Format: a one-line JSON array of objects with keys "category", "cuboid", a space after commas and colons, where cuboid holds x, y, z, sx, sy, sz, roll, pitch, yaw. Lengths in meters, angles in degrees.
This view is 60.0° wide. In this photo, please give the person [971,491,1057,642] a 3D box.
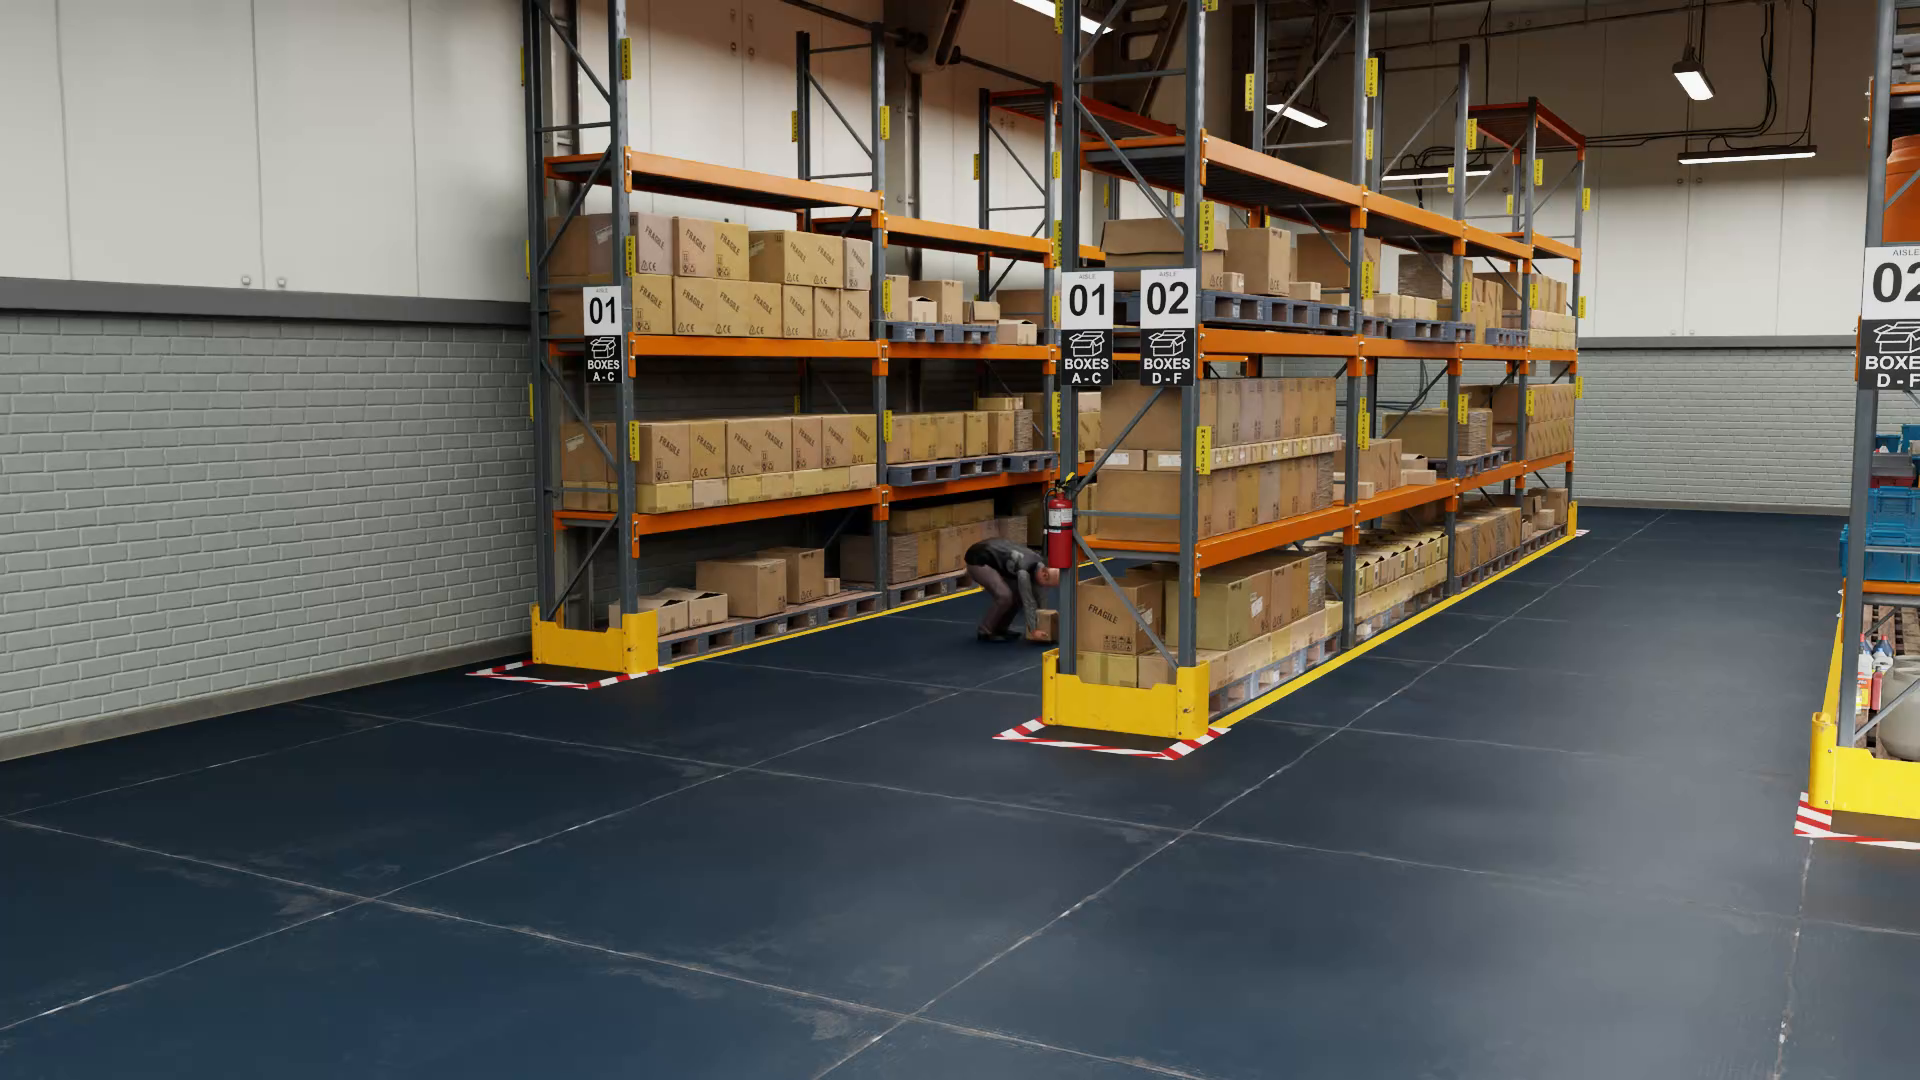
[{"category": "person", "cuboid": [0.526, 0.282, 15.475, 0.849, 1.323, 0.465, 3, 7, 27]}]
